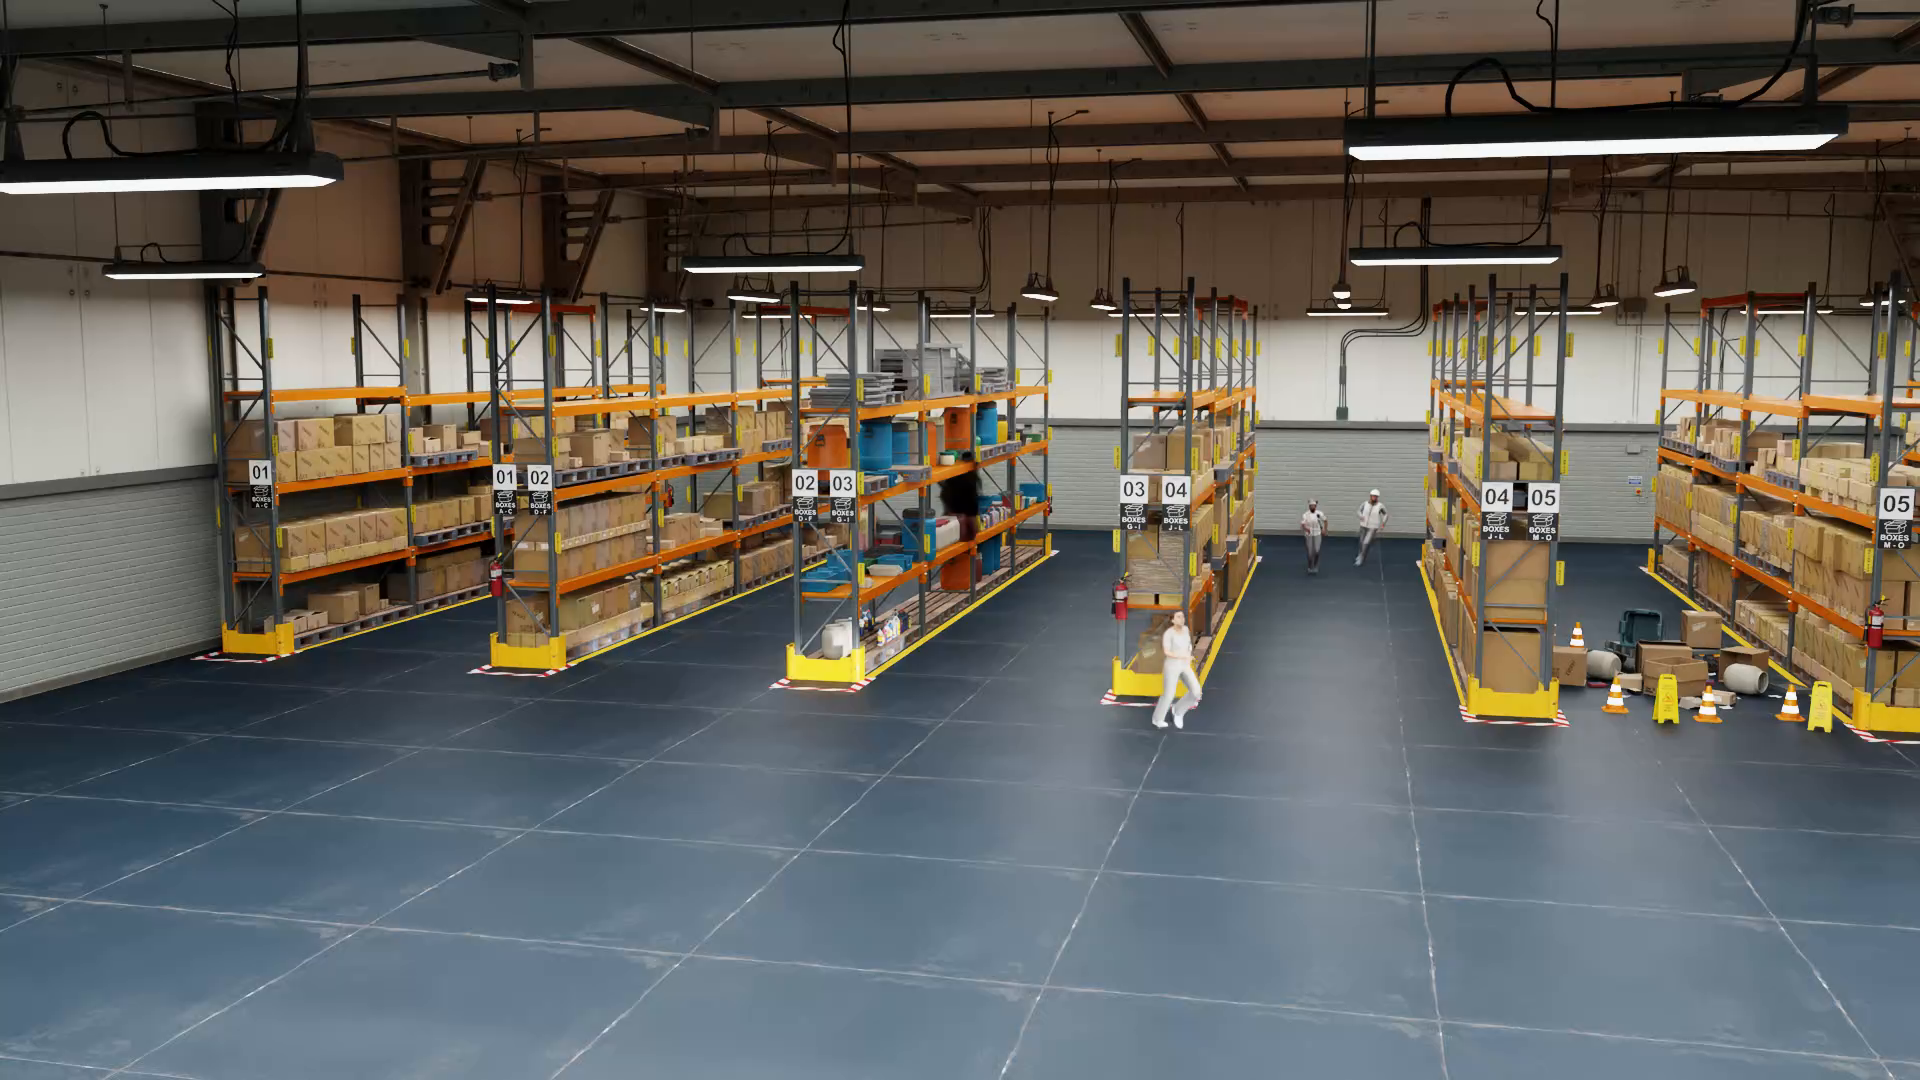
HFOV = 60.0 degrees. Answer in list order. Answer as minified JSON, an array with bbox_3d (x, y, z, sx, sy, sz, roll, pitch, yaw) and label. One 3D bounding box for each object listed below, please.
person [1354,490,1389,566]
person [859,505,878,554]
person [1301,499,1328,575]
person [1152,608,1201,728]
[{"bbox_3d":[9.486,-0.299,38.478,0.761,1.748,0.908,4,7,28],"label":"person"},{"bbox_3d":[-2.124,-0.154,36.699,0.583,1.604,0.580,1,7,4],"label":"person"},{"bbox_3d":[7.885,-0.076,37.062,0.582,1.682,0.664,2,7,14],"label":"person"},{"bbox_3d":[2.857,1.682,21.726,0.576,1.617,0.804,-4,8,-29],"label":"person"}]
